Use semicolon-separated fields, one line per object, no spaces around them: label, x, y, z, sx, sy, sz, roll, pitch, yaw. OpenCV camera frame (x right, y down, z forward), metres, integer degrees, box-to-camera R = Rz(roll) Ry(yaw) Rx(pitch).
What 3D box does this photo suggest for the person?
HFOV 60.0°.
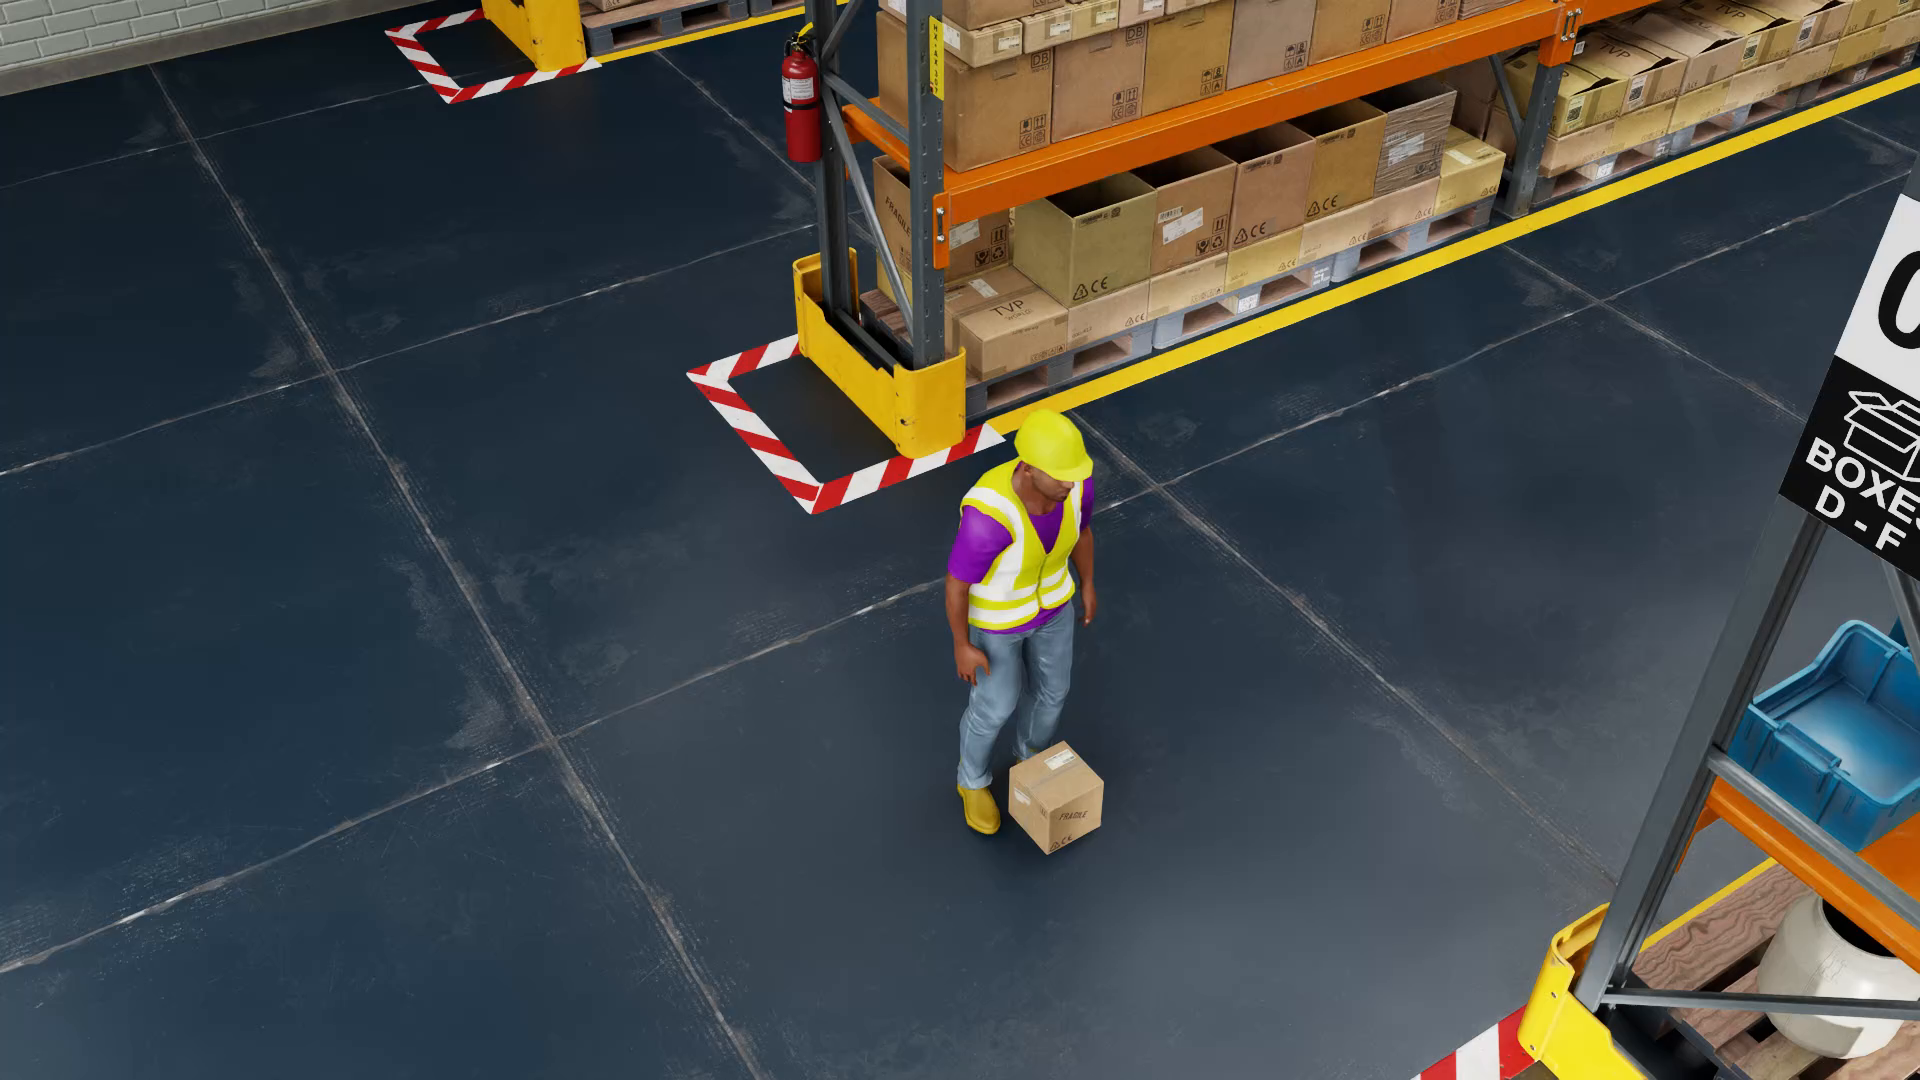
person;0.232;0.258;5.843;0.634;1.759;0.460;-25;47;-27
